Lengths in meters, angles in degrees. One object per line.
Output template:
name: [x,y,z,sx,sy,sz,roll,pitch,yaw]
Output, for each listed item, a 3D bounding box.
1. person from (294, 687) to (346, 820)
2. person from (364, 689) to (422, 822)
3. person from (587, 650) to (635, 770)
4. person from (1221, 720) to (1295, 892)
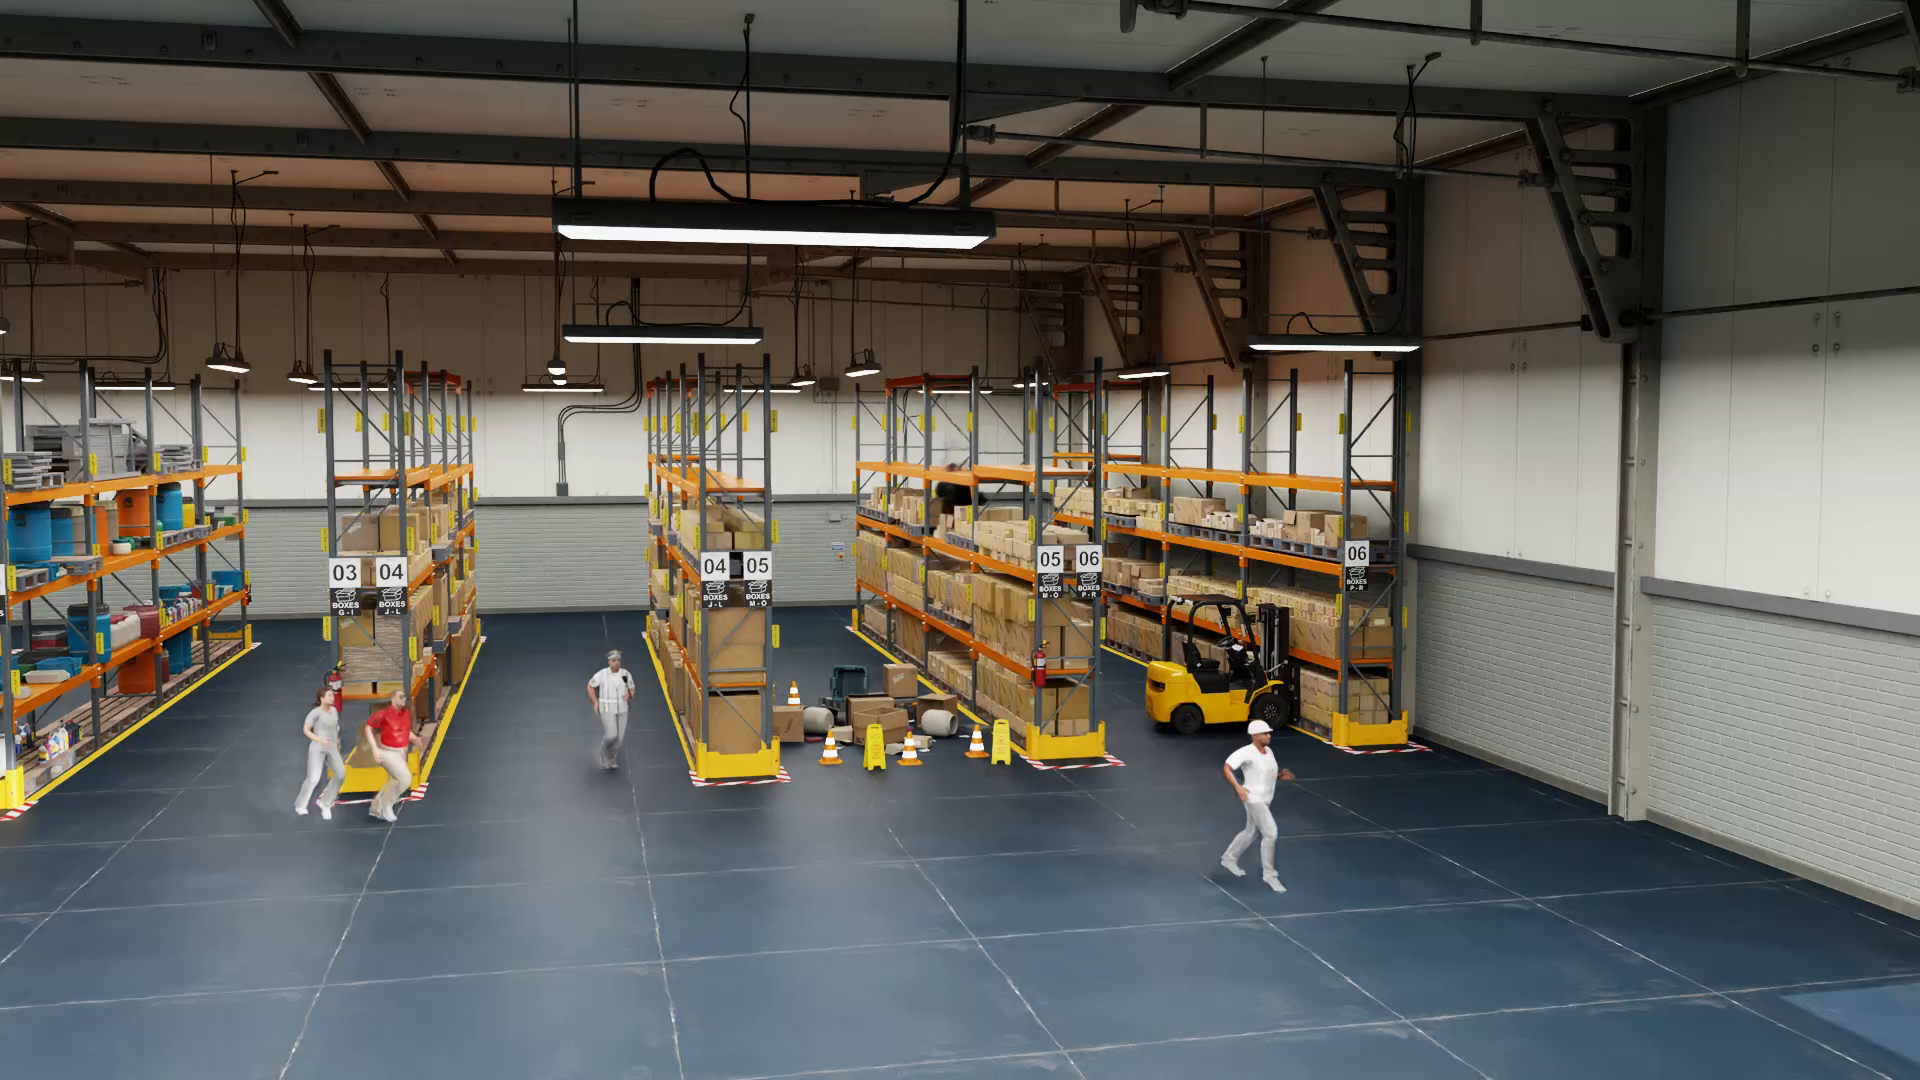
person: [-8.125,2.704,21.253,0.677,1.663,0.617,3,5,32]
person: [-7.122,2.703,20.934,0.771,1.673,0.582,1,4,15]
person: [-4.978,2.452,23.982,0.639,1.741,0.622,-2,5,-32]
person: [3.214,2.864,18.069,0.816,1.825,0.679,2,5,31]
